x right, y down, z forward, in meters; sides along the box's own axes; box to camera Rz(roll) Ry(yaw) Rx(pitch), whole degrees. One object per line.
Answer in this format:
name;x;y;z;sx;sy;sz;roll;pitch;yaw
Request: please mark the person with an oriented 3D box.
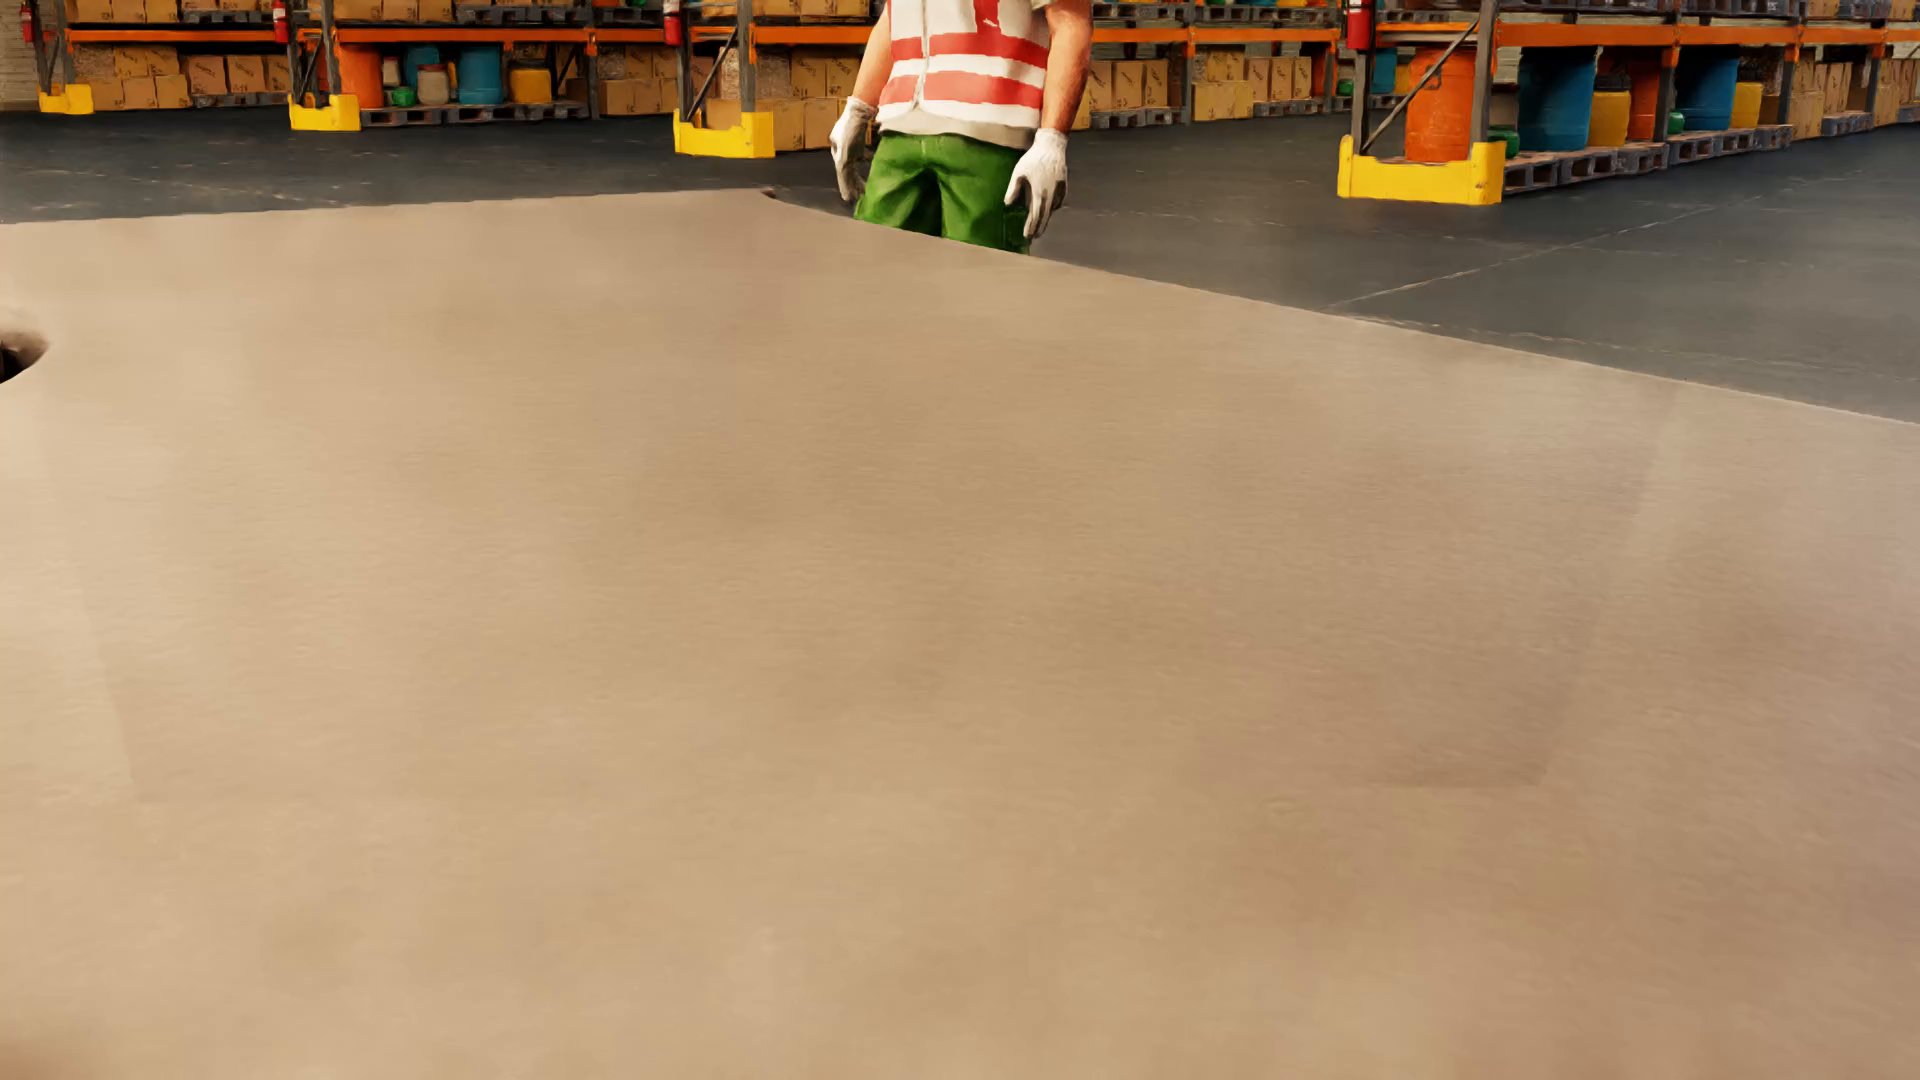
person;-0.060;-0.847;3.627;0.637;1.787;0.563;13;21;37
